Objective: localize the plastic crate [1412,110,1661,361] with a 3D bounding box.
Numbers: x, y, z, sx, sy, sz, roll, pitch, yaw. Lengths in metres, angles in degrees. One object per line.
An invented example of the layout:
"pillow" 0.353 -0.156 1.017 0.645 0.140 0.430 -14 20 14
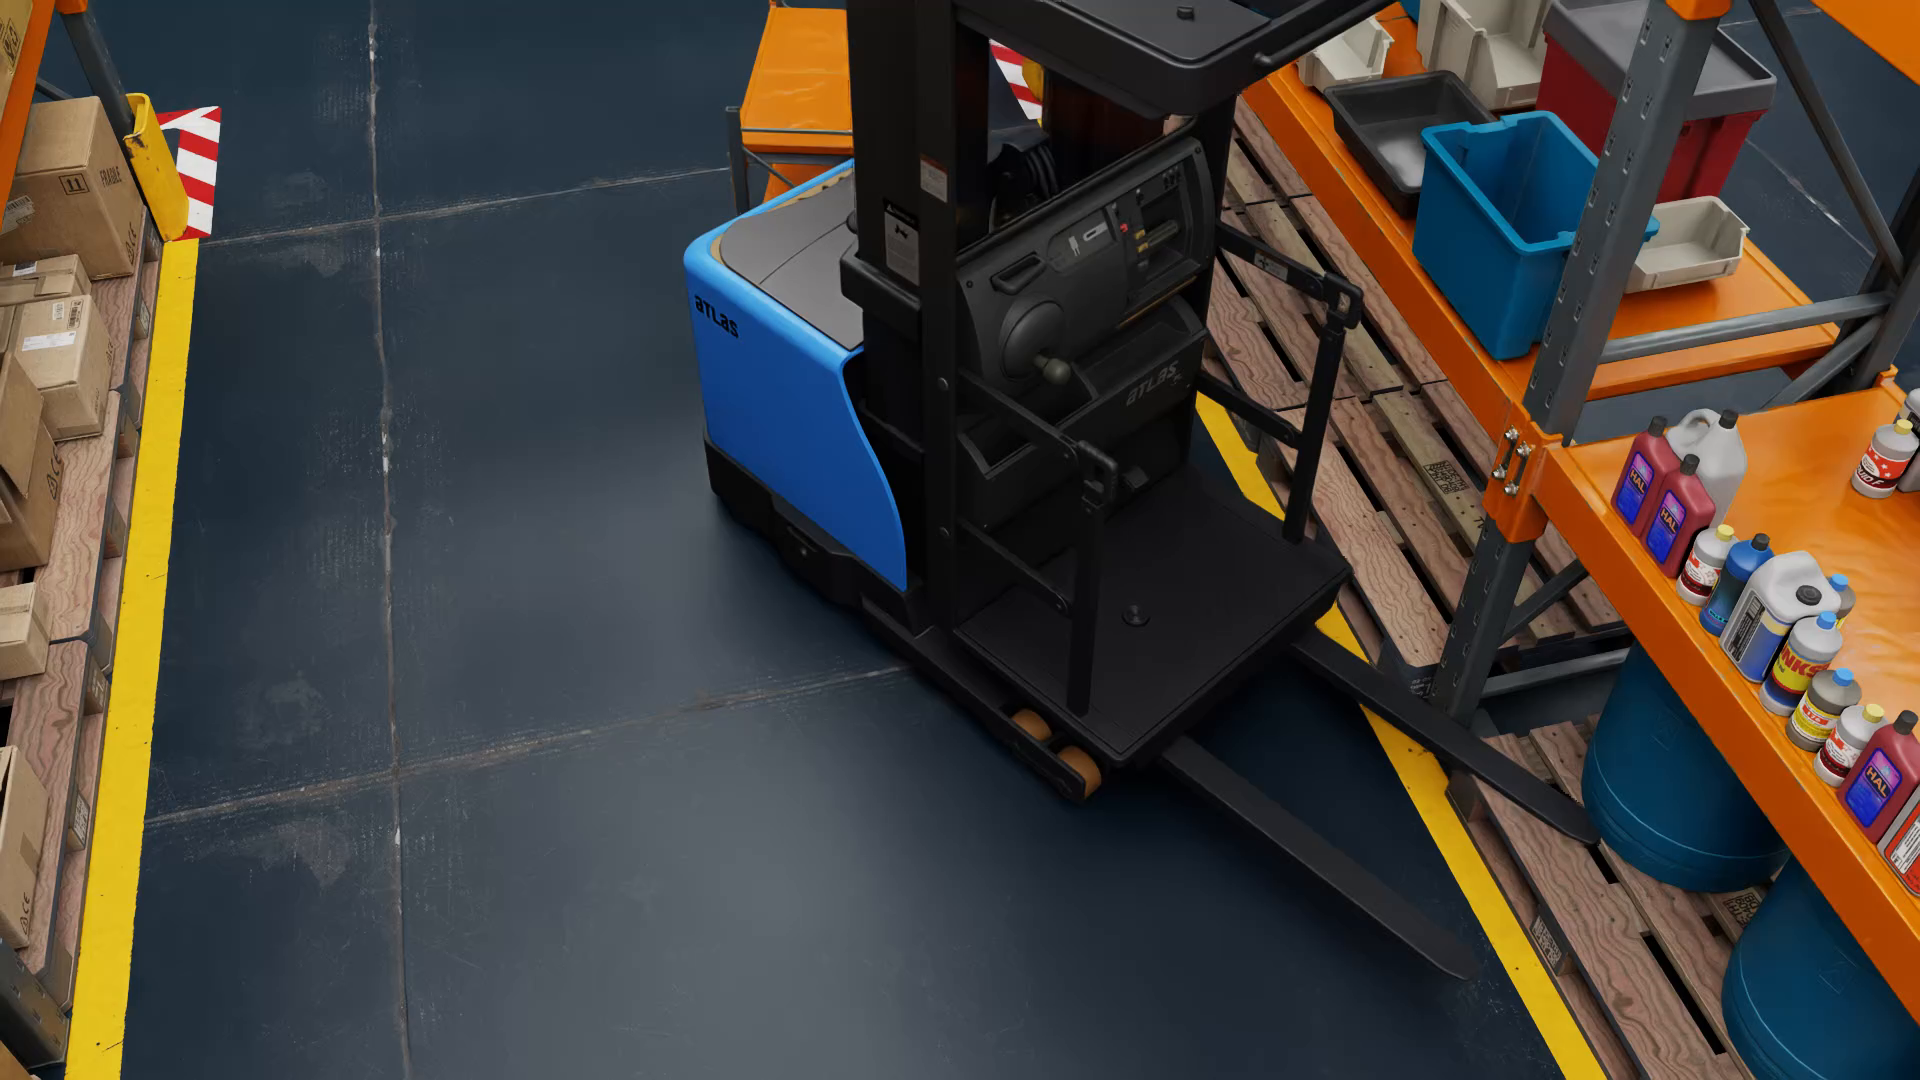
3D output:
"plastic crate" 1.479 -0.797 4.400 0.392 0.384 0.575 -11 47 -10

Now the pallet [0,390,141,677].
"pallet" -3.352 0.040 5.563 1.003 0.211 1.213 -11 47 -10

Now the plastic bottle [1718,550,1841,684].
"plastic bottle" 1.772 0.164 3.576 0.152 0.276 0.135 -11 47 -10

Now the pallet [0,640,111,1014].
"pallet" -3.036 0.884 4.736 1.003 0.211 1.213 -11 47 -10

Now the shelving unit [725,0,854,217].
"shelving unit" -0.507 -1.410 6.344 0.538 1.125 1.048 3 46 2

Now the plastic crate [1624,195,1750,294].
"plastic crate" 1.947 -0.797 4.574 0.396 0.136 0.243 -11 47 -10

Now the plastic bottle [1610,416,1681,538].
"plastic bottle" 1.609 -0.149 3.878 0.061 0.283 0.133 -11 47 -10

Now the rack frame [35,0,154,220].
"rack frame" -3.885 -2.380 5.982 1.000 3.000 0.127 -11 47 -10

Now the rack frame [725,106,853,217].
"rack frame" -0.539 -1.048 5.989 0.500 1.125 0.032 3 46 2

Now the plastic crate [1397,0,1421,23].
"plastic crate" 1.678 -1.874 5.562 0.416 0.233 0.300 -11 47 -10

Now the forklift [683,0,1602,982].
"forklift" 0.507 -0.667 4.352 1.130 2.935 3.031 -35 55 -29

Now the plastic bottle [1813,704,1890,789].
"plastic bottle" 1.825 0.410 3.387 0.097 0.201 0.097 0 46 0

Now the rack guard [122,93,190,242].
"rack guard" -3.866 -1.452 6.823 1.175 0.500 0.348 -11 47 -10

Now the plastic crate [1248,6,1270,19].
"plastic crate" 1.063 -1.898 5.585 0.416 0.233 0.300 -11 47 -10

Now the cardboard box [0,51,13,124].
"cardboard box" -3.249 -1.452 5.003 0.500 0.500 0.500 -10 46 -10

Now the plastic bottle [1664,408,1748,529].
"plastic bottle" 1.715 -0.174 3.855 0.144 0.351 0.185 -11 47 -10

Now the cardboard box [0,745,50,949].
"cardboard box" -2.760 0.840 4.401 0.500 0.311 0.500 -11 47 -10

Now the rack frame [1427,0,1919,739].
"rack frame" 1.928 -0.521 4.161 1.000 3.000 0.127 -11 47 -10

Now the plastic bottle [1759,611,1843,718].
"plastic bottle" 1.775 0.251 3.494 0.097 0.271 0.097 0 46 0

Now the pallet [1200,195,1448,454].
"pallet" 1.386 -0.890 6.474 1.003 0.211 1.213 -11 47 -10

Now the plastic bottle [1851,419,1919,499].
"plastic bottle" 2.225 -0.203 3.988 0.097 0.201 0.097 0 46 0

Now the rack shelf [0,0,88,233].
"rack shelf" -3.373 -0.747 4.886 1.077 0.370 4.000 -11 47 -10

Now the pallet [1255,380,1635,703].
"pallet" 1.702 -0.046 5.647 1.003 0.211 1.213 -11 47 -10

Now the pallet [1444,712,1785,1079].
"pallet" 2.085 0.995 4.627 1.003 0.211 1.213 -11 47 -10

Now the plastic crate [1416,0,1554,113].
"plastic crate" 1.715 -1.589 5.248 0.437 0.282 0.530 -11 47 -10

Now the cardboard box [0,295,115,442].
"cardboard box" -3.294 -0.580 5.835 0.500 0.250 0.500 -11 47 -10

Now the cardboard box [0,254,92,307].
"cardboard box" -3.491 -0.916 6.223 0.380 0.166 0.250 -11 47 -10

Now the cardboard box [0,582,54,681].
"cardboard box" -2.991 0.295 5.037 0.380 0.166 0.250 -11 47 -10

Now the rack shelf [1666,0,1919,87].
"rack shelf" 2.440 0.062 1.993 1.077 0.370 4.000 -11 47 -10

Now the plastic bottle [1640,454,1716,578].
"plastic bottle" 1.644 -0.057 3.787 0.061 0.283 0.133 -11 47 -10

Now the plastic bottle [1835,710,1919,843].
"plastic bottle" 1.837 0.464 3.277 0.061 0.283 0.133 -11 47 -10

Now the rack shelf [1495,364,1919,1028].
"rack shelf" 2.440 1.111 3.064 1.077 0.370 4.000 -11 47 -10

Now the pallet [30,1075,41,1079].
"pallet" -2.617 1.913 3.728 1.003 0.211 1.213 -11 47 -10

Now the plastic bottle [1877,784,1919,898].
"plastic bottle" 1.915 0.551 3.197 0.152 0.276 0.135 -11 47 -10

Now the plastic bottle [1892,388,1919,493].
"plastic bottle" 2.341 -0.265 3.996 0.152 0.276 0.135 -11 47 -10

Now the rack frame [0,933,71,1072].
"rack frame" -2.861 0.382 3.276 1.000 3.000 0.127 -11 47 -10

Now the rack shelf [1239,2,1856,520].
"rack shelf" 1.416 -1.650 5.771 1.077 0.370 4.000 -11 47 -10

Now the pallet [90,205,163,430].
"pallet" -3.661 -0.801 6.387 1.003 0.211 1.213 -11 47 -10

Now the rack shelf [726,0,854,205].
"rack shelf" -0.507 -1.615 6.135 0.538 0.278 1.000 3 46 2

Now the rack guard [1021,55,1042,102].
"rack guard" 0.885 -2.422 7.774 1.175 0.500 0.348 -11 47 -10

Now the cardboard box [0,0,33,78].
"cardboard box" -3.371 -1.798 5.342 0.500 0.500 0.500 -10 46 -10

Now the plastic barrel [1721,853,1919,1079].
"plastic barrel" 2.232 0.934 3.910 0.600 0.901 0.708 -11 47 -10

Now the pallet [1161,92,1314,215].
"pallet" 1.078 -1.730 7.298 1.003 0.211 1.213 -11 47 -10

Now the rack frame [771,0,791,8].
"rack frame" -0.476 -1.772 6.699 0.500 1.125 0.032 3 46 2

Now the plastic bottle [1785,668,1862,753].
"plastic bottle" 1.800 0.342 3.453 0.097 0.201 0.097 0 46 0

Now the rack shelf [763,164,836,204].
"rack shelf" -0.507 -1.239 6.519 0.538 0.278 1.000 3 46 2

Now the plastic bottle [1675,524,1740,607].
"plastic bottle" 1.691 0.048 3.742 0.097 0.201 0.097 0 46 0

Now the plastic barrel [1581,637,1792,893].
"plastic barrel" 2.051 0.445 4.389 0.600 0.901 0.708 -11 47 -10

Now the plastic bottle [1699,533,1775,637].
"plastic bottle" 1.716 0.091 3.651 0.097 0.271 0.097 0 46 0

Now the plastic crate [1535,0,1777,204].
"plastic crate" 1.942 -1.227 4.765 0.402 0.464 0.583 -11 47 -10

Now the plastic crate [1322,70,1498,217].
"plastic crate" 1.382 -1.170 4.947 0.437 0.125 0.590 -11 47 -10

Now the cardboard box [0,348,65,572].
"cardboard box" -3.347 -0.194 5.280 0.797 0.503 0.637 -11 47 -10

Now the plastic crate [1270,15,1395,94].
"plastic crate" 1.192 -1.597 5.358 0.293 0.136 0.466 -11 47 -10

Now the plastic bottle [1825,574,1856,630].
"plastic bottle" 1.888 0.155 3.637 0.097 0.201 0.097 0 46 0

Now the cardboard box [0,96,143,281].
"cardboard box" -3.508 -1.328 6.394 0.500 0.500 0.500 -11 47 -10
